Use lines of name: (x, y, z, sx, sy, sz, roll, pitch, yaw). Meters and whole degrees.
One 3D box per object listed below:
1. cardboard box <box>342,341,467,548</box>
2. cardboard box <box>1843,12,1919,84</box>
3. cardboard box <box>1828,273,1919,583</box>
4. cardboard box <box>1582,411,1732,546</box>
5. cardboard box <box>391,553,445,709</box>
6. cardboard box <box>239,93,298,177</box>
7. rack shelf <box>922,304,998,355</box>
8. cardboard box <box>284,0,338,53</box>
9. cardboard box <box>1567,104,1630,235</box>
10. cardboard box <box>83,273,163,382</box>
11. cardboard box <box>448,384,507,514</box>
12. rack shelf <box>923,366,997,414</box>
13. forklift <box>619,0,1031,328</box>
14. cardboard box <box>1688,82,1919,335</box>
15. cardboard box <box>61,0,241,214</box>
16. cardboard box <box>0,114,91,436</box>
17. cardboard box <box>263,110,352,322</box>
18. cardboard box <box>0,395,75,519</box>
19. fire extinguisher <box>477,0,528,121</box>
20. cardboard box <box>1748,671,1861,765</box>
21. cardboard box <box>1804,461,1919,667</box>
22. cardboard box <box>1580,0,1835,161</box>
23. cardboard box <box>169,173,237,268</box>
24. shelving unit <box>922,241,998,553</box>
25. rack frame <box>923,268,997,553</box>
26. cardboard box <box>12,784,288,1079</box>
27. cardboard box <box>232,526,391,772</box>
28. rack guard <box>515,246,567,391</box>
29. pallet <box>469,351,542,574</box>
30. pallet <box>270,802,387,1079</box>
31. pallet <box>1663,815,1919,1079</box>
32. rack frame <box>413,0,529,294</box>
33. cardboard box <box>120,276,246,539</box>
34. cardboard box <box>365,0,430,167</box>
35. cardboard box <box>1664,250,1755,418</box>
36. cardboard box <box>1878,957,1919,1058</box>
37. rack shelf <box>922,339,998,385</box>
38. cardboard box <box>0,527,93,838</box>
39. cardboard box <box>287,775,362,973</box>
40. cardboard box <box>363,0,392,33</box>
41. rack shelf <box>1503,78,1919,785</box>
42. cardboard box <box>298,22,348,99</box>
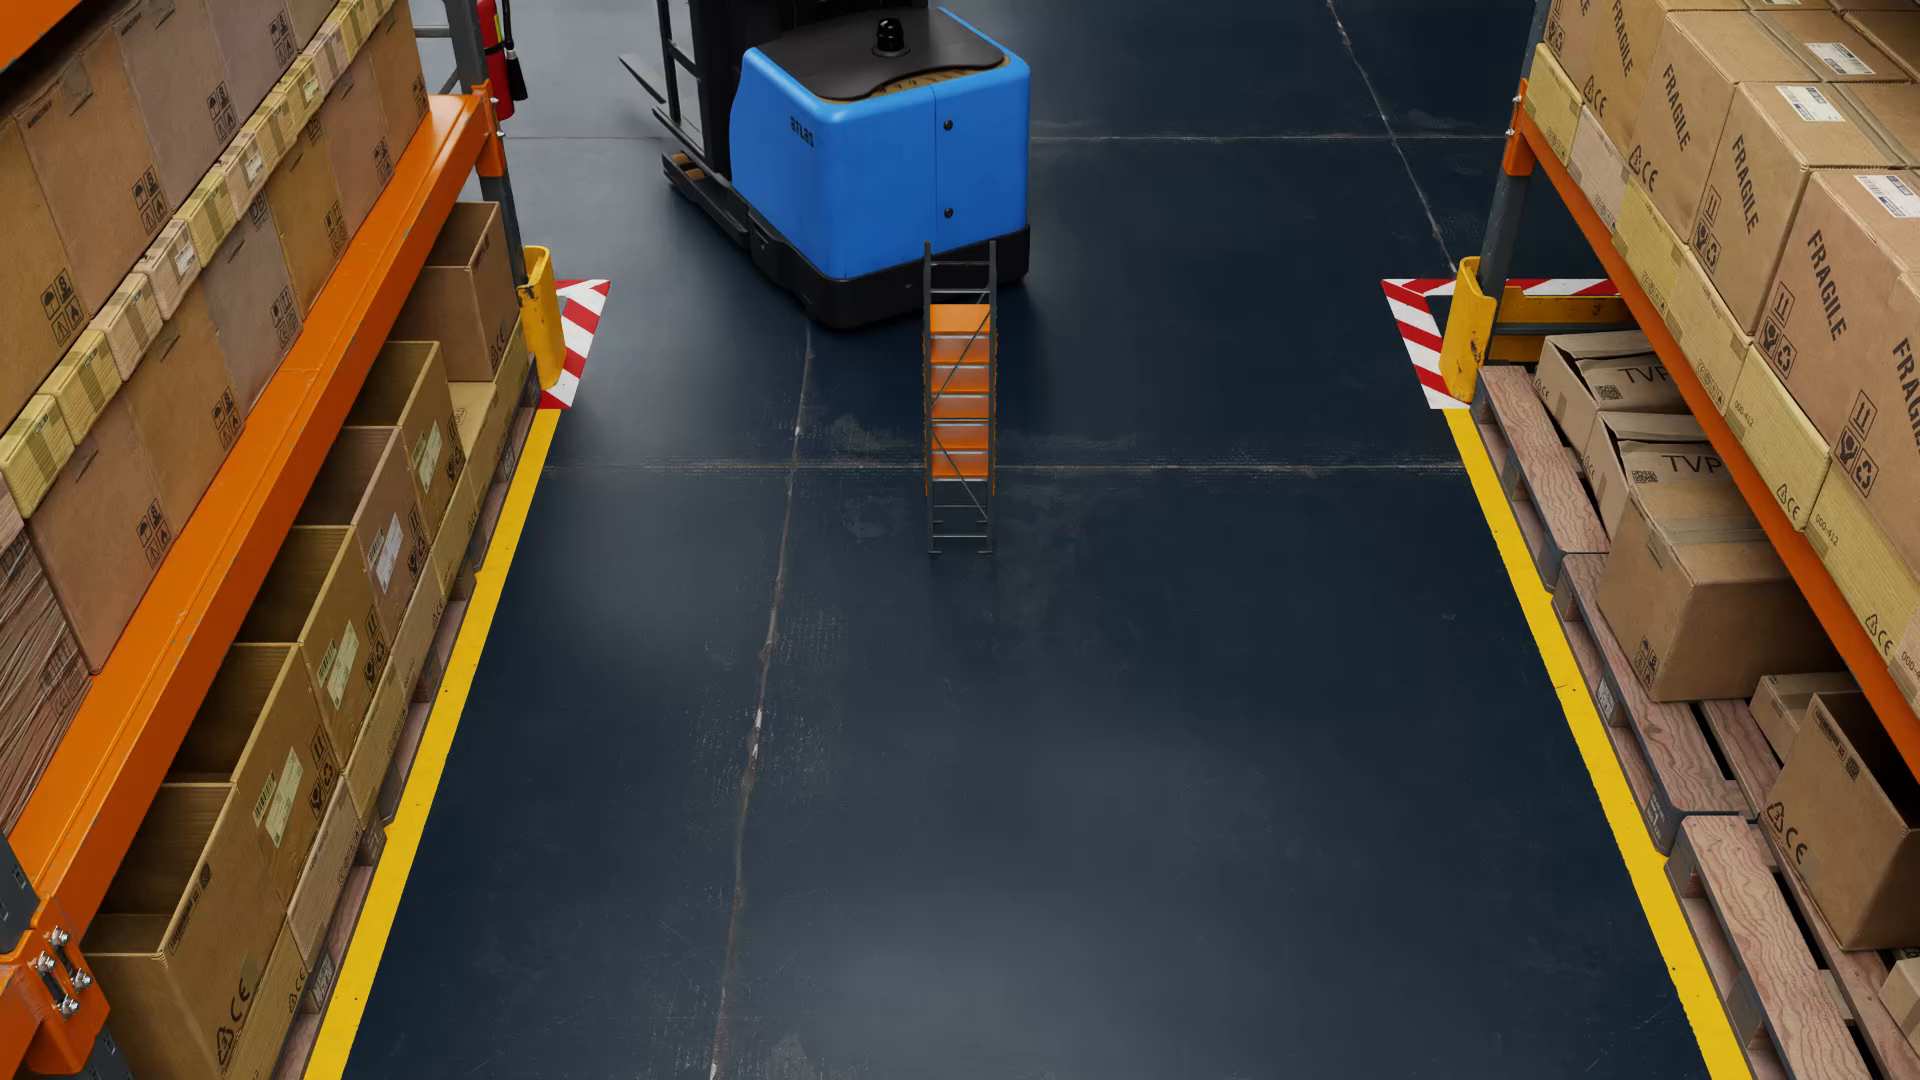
cardboard box: (-1.987, -0.318, 5.511, 0.500, 0.500, 0.500, 0, 39, 0)
cardboard box: (2.862, -1.210, 4.865, 0.500, 0.500, 0.500, -1, 39, -1)
cardboard box: (2.342, -0.249, 3.666, 0.500, 0.500, 0.500, 0, 39, 0)
cardboard box: (2.564, -0.234, 5.942, 0.500, 0.311, 0.500, 3, 39, 4)
cardboard box: (-1.991, 0.287, 5.356, 0.500, 0.250, 0.500, 0, 39, 0)
cardboard box: (-2.107, -1.138, 4.673, 0.380, 0.149, 0.250, 1, 39, 1)
rack shelf: (0.000, -0.724, 5.689, 0.258, 0.103, 0.180, 0, 39, 0)
cardboard box: (-2.307, -1.786, 4.963, 0.700, 0.500, 0.500, -1, 39, -1)
cardboard box: (2.351, -1.220, 5.477, 0.500, 0.250, 0.500, -1, 39, -1)
cardboard box: (-2.105, -0.493, 3.867, 0.380, 0.149, 0.250, -1, 39, -2)
cardboard box: (-1.992, -0.338, 6.136, 0.500, 0.250, 0.500, 0, 39, 0)
rack shelf: (0.000, -0.536, 5.839, 0.258, 0.103, 0.180, 0, 39, 0)
forklift: (-0.857, -2.973, 7.616, 1.130, 2.935, 3.031, -20, 43, -23)
cardboard box: (2.350, -0.889, 4.465, 0.500, 0.500, 0.500, 1, 39, 1)
cardboard box: (-2.305, -1.158, 4.179, 0.700, 0.500, 0.500, 0, 39, 0)
cardboard box: (-2.305, -0.532, 3.398, 0.700, 0.500, 0.500, 0, 39, 0)
cardboard box: (-2.313, -1.003, 5.023, 0.700, 0.500, 0.500, 0, 39, 0)
cardboard box: (-2.105, -0.172, 3.467, 0.380, 0.149, 0.250, -1, 39, -1)
fire extinguisher: (-1.836, -1.939, 6.333, 0.296, 0.674, 0.183, 0, 39, 0)
cardboard box: (2.676, 0.541, 5.104, 0.380, 0.149, 0.250, -3, 39, -4)
cardboard box: (2.362, 0.044, 3.901, 0.500, 0.250, 0.500, 0, 39, 0)
cardboard box: (2.344, -1.535, 5.271, 0.500, 0.500, 0.500, 0, 39, 0)
cardboard box: (-2.108, -0.822, 4.279, 0.380, 0.149, 0.250, 0, 39, 0)
shelving unit: (0.000, -0.477, 5.886, 0.258, 1.200, 0.189, 0, 39, 0)
rack frame: (0.000, -0.420, 5.815, 0.240, 1.200, 0.006, 0, 39, 0)
cardboard box: (-1.984, 0.933, 3.951, 0.500, 0.500, 0.500, 0, 39, 0)
cardboard box: (-1.985, 0.308, 4.731, 0.500, 0.500, 0.500, 0, 39, 0)
rack guard: (-2.301, -0.934, 7.016, 1.175, 0.500, 0.348, 0, 39, 0)
pallet: (-2.258, -0.328, 6.491, 1.003, 0.211, 1.213, 0, 39, 0)
pallet: (-2.255, 1.197, 4.587, 1.003, 0.211, 1.213, 0, 39, 0)
pallet: (2.621, 1.269, 4.498, 1.003, 0.211, 1.213, 0, 39, 0)
rack frame: (-2.301, -1.895, 6.216, 1.000, 3.000, 0.127, 0, 39, 0)
cardboard box: (-2.307, -0.353, 4.212, 0.700, 0.500, 0.500, 1, 39, 1)
cardboard box: (-2.313, -1.642, 5.820, 0.700, 0.500, 0.500, 0, 39, 0)
cardboard box: (2.344, -0.585, 4.686, 0.500, 0.250, 0.500, 0, 39, 0)
cardboard box: (2.627, 1.200, 4.268, 0.380, 0.166, 0.250, -5, 39, -6)
rack shelf: (0.000, -0.630, 5.764, 0.258, 0.103, 0.180, 0, 39, 0)
cardboard box: (-2.303, 0.290, 3.409, 0.700, 0.500, 0.500, -1, 39, -1)
cardboard box: (-1.989, 0.913, 4.575, 0.500, 0.250, 0.500, 0, 39, 0)
cardboard box: (-2.108, -1.784, 5.479, 0.380, 0.149, 0.250, 1, 39, 1)
rack shelf: (2.655, -0.369, 4.887, 1.077, 0.370, 4.000, 0, 39, 0)
cardboard box: (-2.110, -1.467, 5.084, 0.380, 0.149, 0.250, 0, 39, 1)
